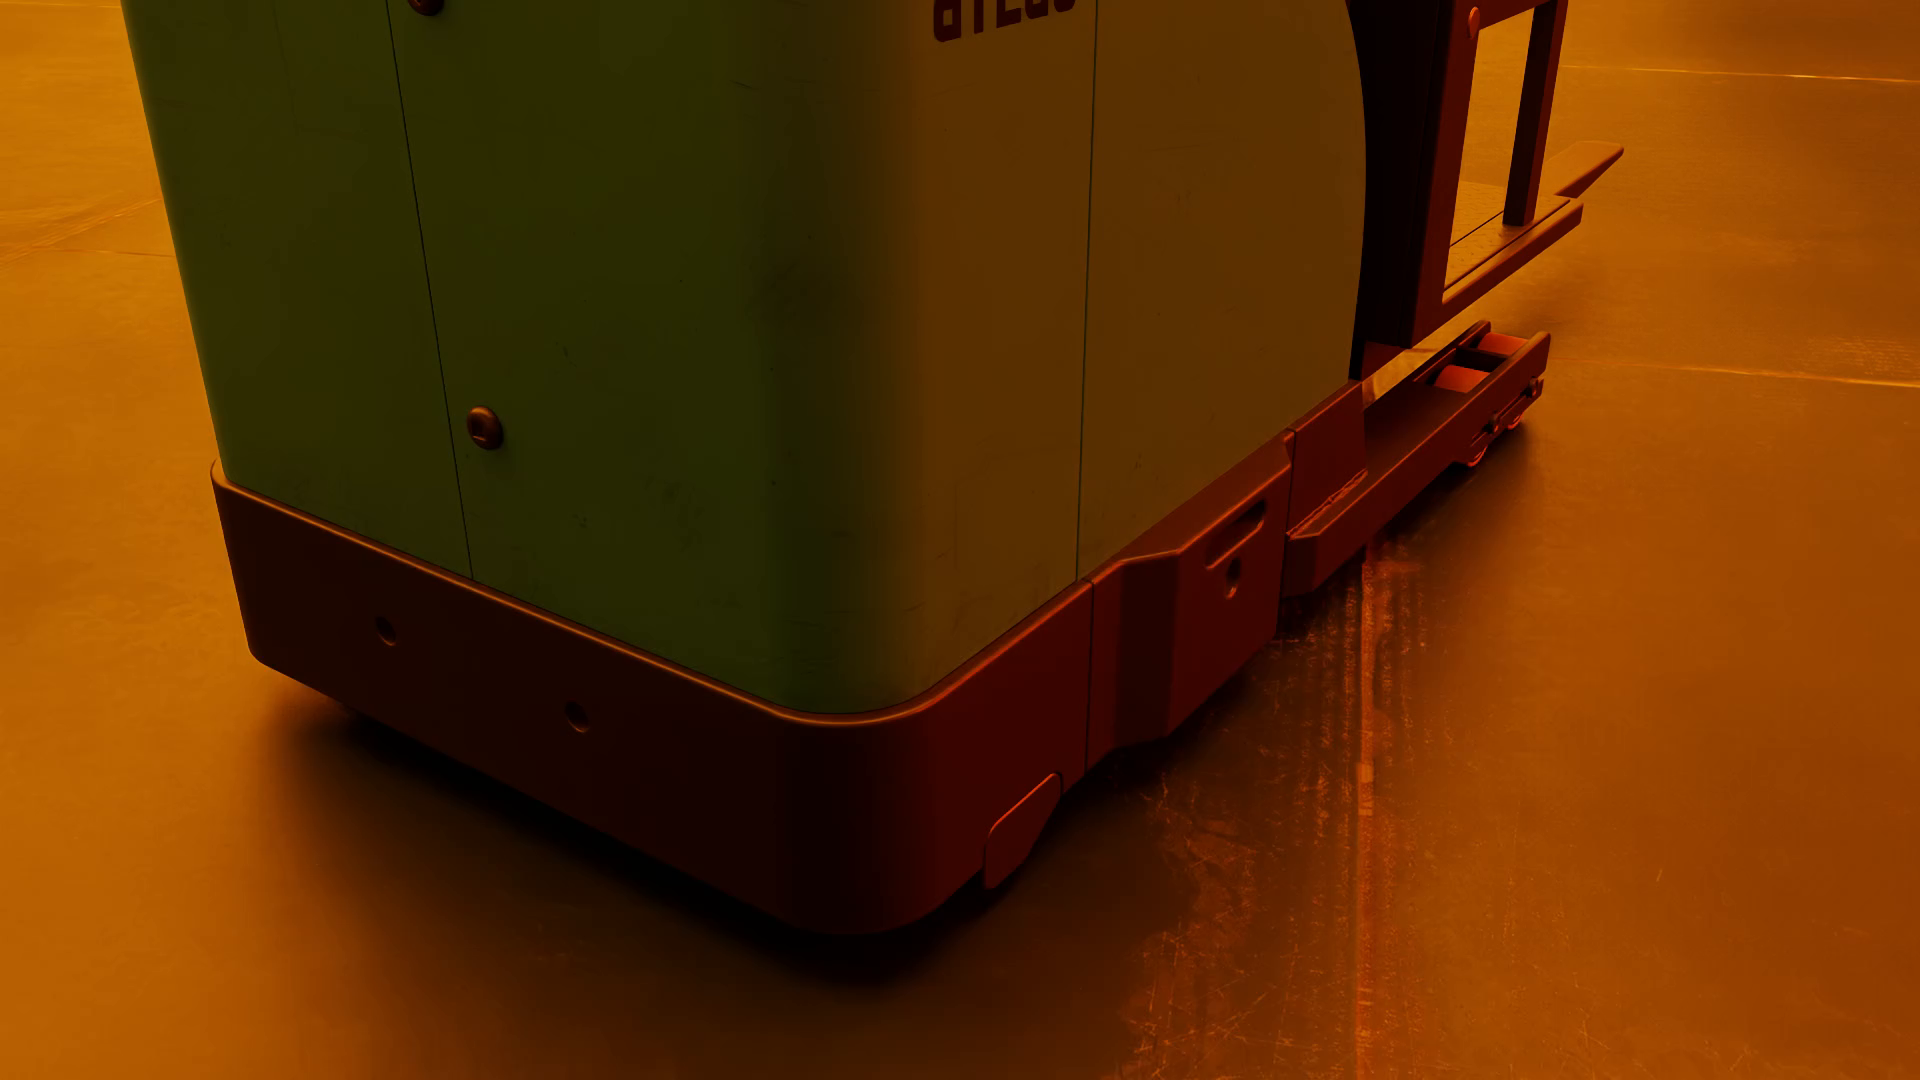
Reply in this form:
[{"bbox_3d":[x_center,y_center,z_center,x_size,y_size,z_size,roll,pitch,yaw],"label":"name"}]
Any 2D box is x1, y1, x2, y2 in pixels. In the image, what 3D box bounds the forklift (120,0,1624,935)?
[{"bbox_3d":[0.362,-1.540,2.299,1.130,2.935,3.031,18,32,31],"label":"forklift"}]
